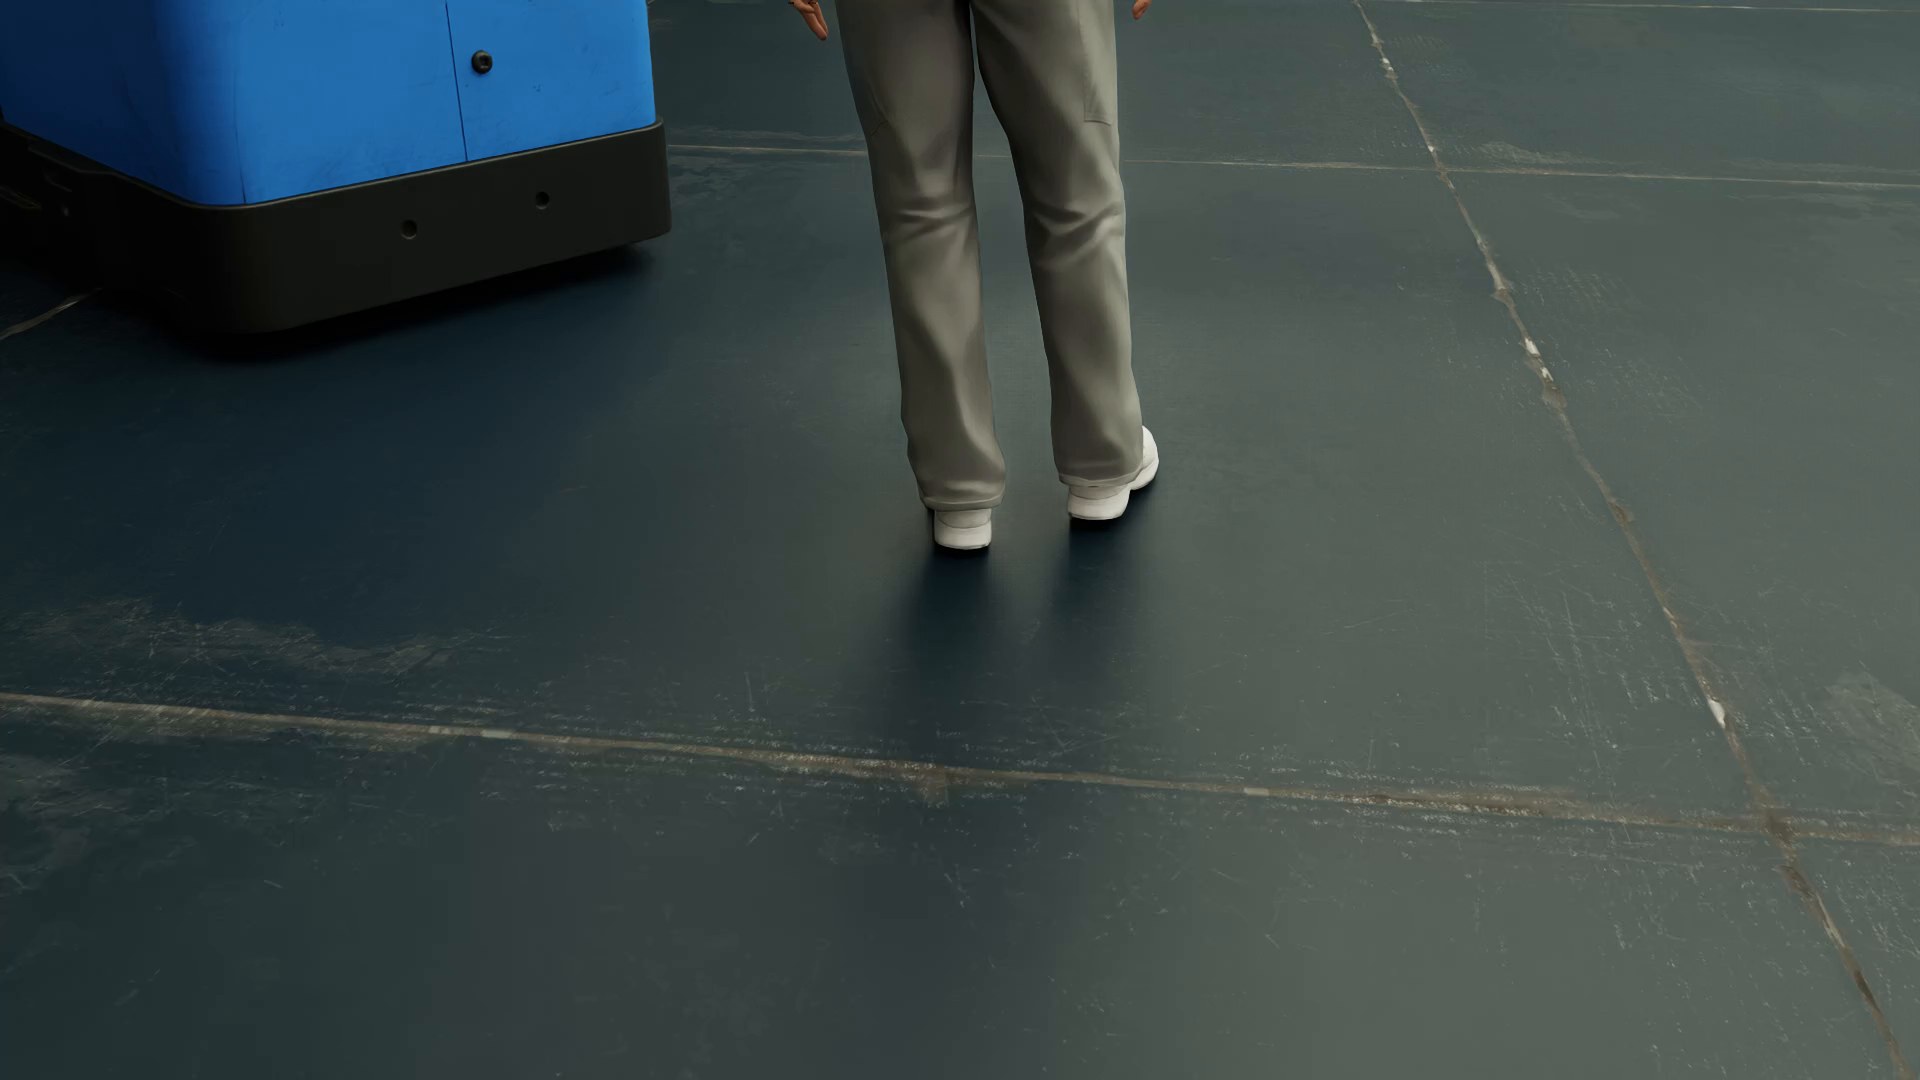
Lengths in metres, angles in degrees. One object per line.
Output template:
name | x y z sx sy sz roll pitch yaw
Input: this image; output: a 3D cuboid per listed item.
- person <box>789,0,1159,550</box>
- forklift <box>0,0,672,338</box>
person | 0.023 -0.788 2.186 0.550 1.675 0.549 3 27 7
forklift | -2.055 -2.251 3.729 3.031 2.935 1.130 24 35 39
